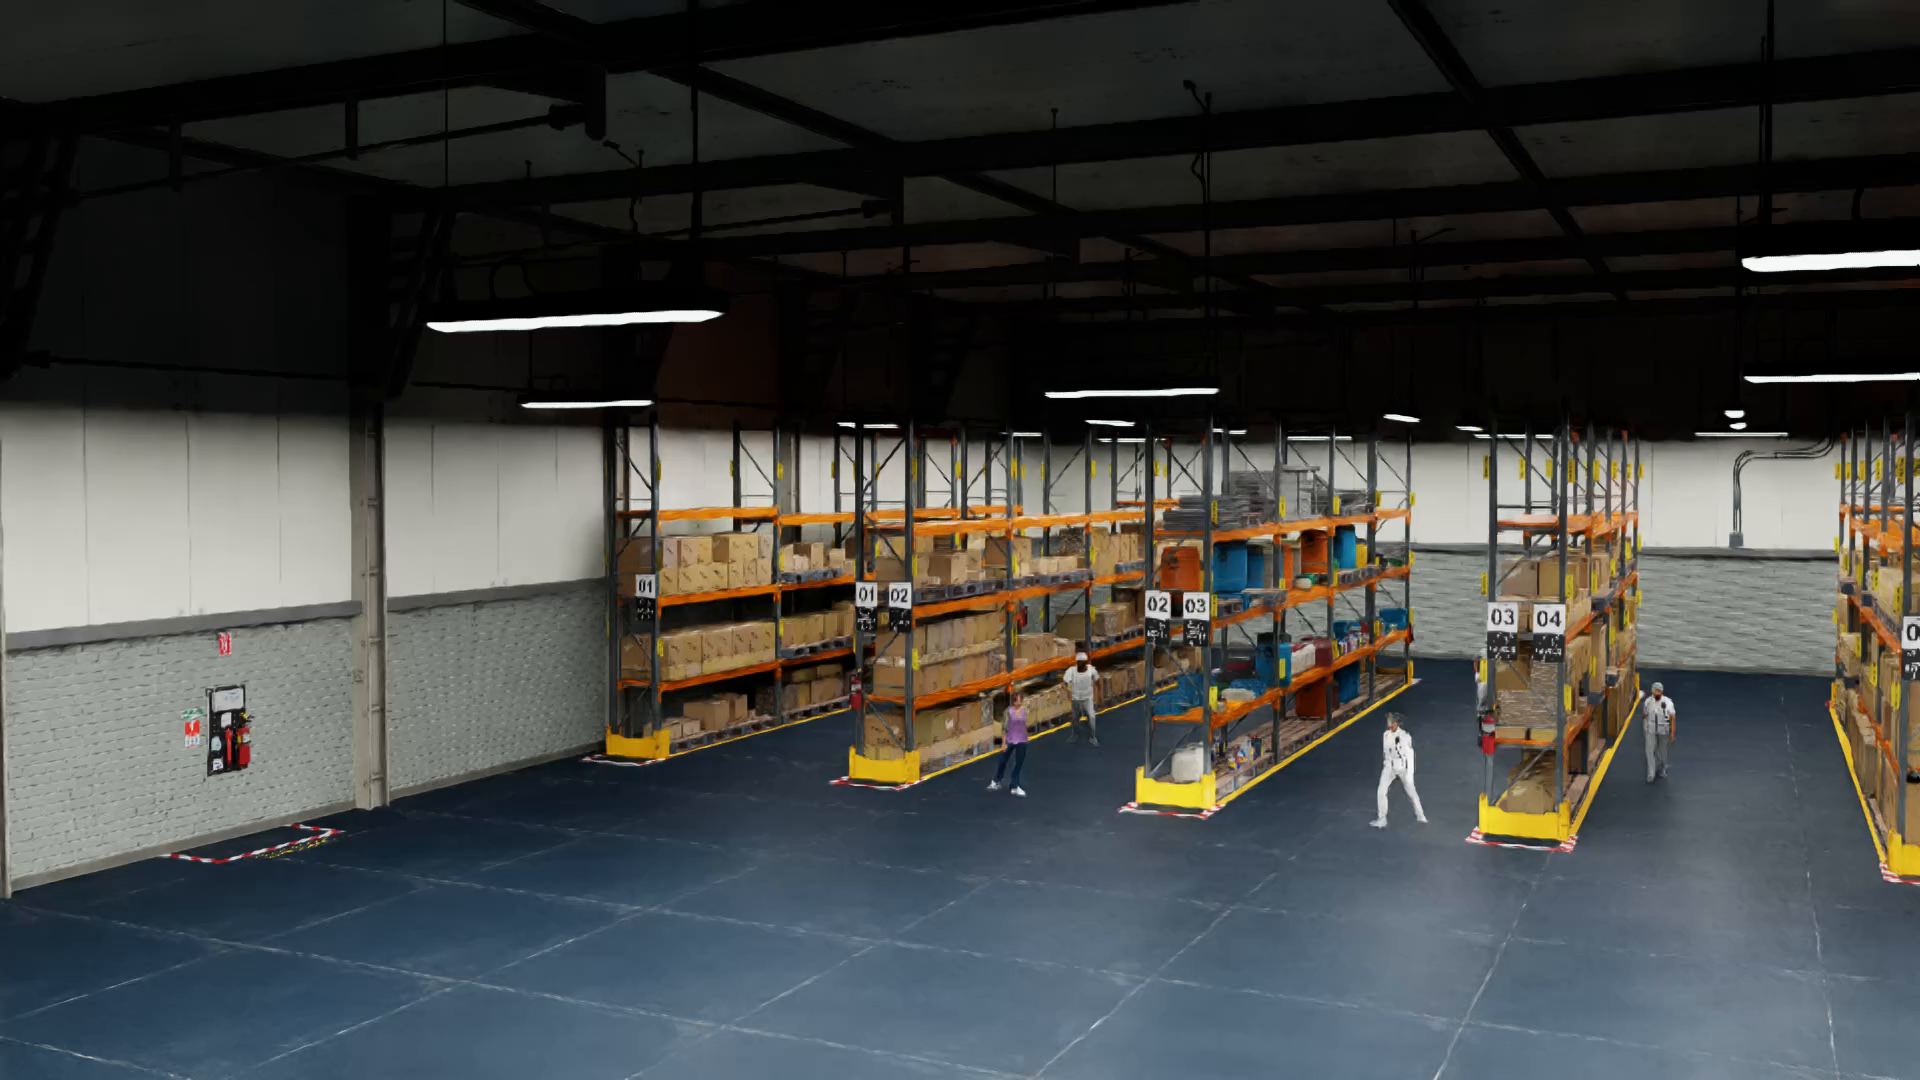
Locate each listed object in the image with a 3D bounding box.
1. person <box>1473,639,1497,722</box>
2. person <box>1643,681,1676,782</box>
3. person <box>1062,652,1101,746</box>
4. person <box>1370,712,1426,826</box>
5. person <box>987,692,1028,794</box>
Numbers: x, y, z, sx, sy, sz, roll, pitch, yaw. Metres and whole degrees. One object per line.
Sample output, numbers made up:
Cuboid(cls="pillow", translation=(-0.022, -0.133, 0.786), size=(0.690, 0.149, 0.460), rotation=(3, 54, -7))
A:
Cuboid(cls="person", translation=(10.523, 2.753, 32.977), size=(0.677, 1.742, 0.552), rotation=(1, 3, 24))
Cuboid(cls="person", translation=(11.235, 3.069, 26.725), size=(0.493, 1.605, 1.000), rotation=(1, 3, 24))
Cuboid(cls="person", translation=(2.227, 2.872, 30.308), size=(0.708, 1.703, 0.843), rotation=(0, 2, 8))
Cuboid(cls="person", translation=(6.193, 3.204, 23.413), size=(0.938, 1.613, 0.517), rotation=(-2, 3, -44))
Cuboid(cls="person", translation=(0.737, 3.130, 25.680), size=(0.600, 1.589, 0.472), rotation=(-1, 3, -20))
